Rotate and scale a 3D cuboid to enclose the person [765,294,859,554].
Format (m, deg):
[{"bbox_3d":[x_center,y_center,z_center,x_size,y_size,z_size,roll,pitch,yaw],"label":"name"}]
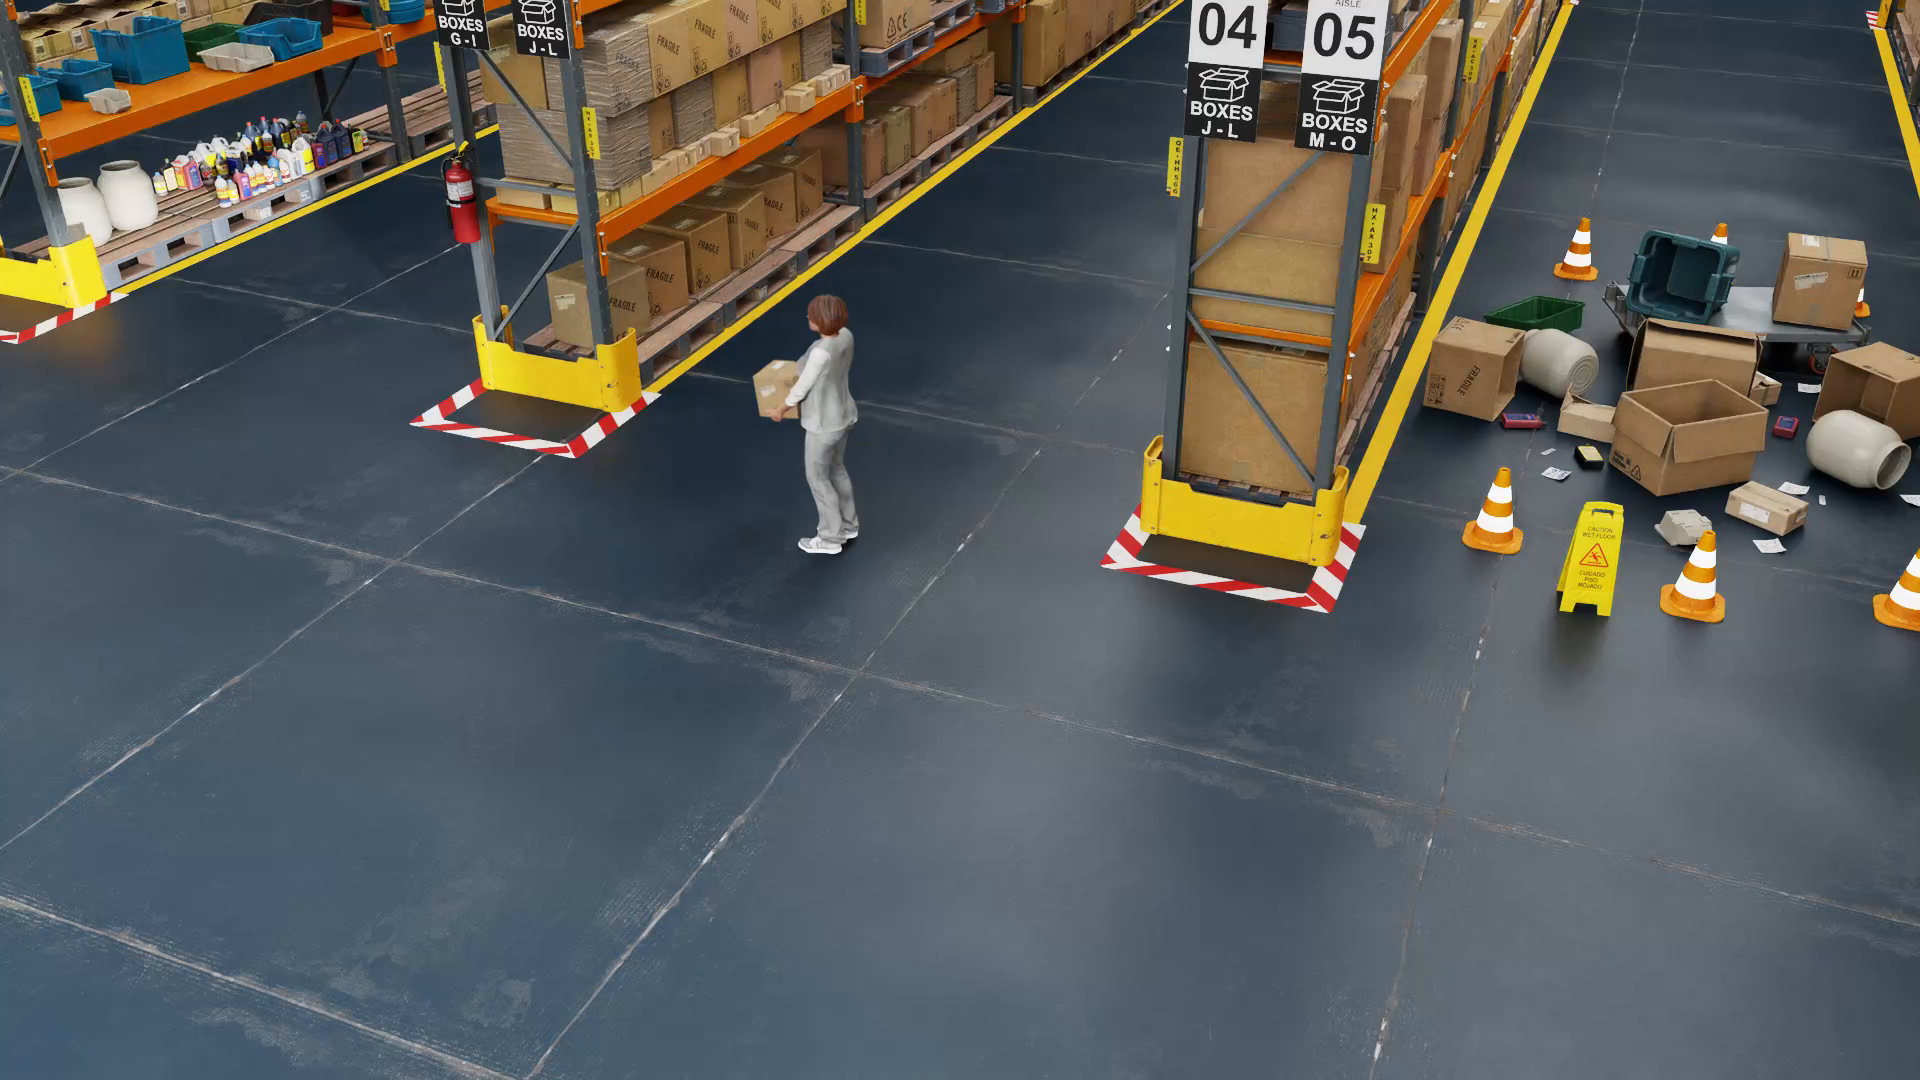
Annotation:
[{"bbox_3d":[-0.840,-0.682,9.588,0.495,1.588,0.401,12,32,20],"label":"person"}]
